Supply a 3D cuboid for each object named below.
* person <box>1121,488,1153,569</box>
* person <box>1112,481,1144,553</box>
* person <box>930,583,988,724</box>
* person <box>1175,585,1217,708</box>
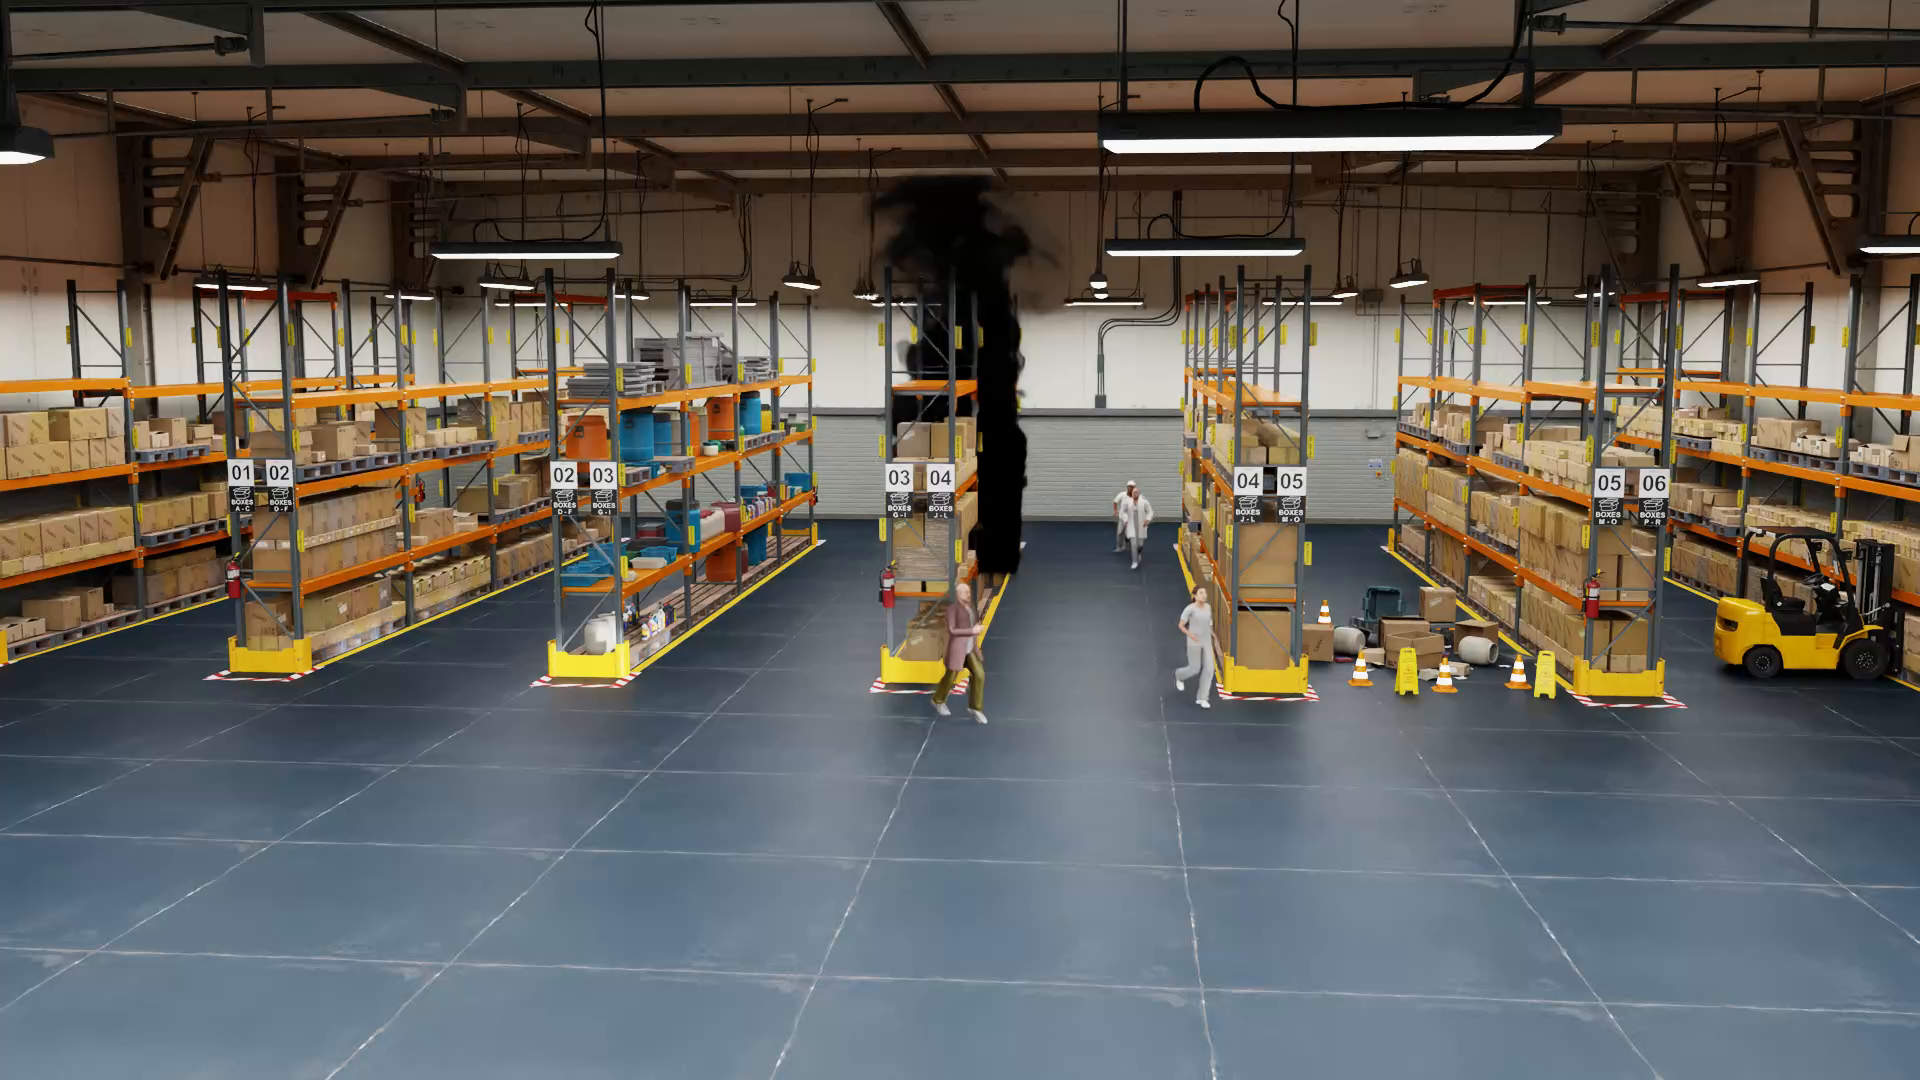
[{"bbox_3d":[3.864,-0.264,36.375,0.707,1.745,0.672,1,7,12],"label":"person"},{"bbox_3d":[3.903,-0.531,38.621,0.762,1.684,0.515,2,7,15],"label":"person"},{"bbox_3d":[-0.001,1.522,21.787,0.948,1.747,0.673,6,9,43],"label":"person"},{"bbox_3d":[3.267,1.431,22.827,0.585,1.652,0.823,-3,8,-23],"label":"person"}]
